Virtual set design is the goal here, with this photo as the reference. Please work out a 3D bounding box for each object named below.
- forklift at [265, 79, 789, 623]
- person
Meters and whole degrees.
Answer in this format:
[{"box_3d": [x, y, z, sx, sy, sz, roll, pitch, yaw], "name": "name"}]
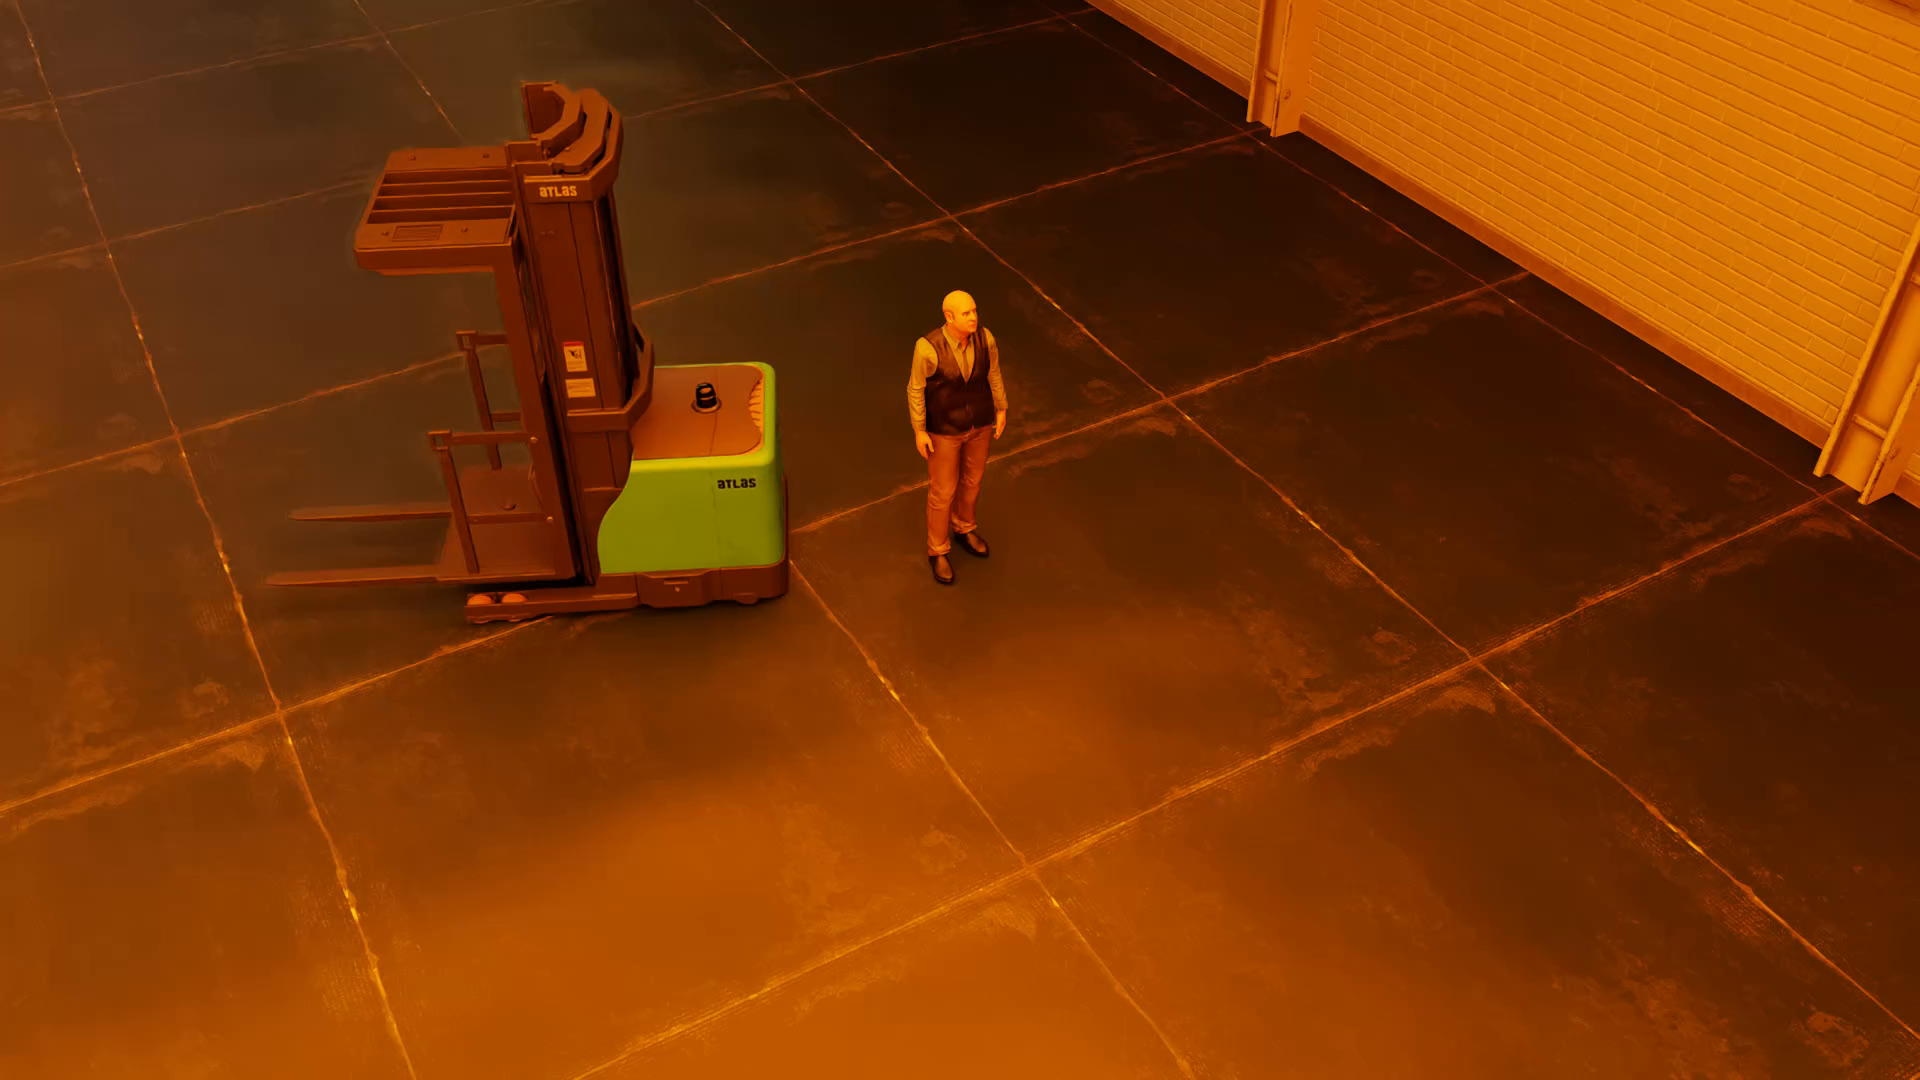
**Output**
[{"box_3d": [-2.565, -0.994, 9.235, 3.031, 2.935, 1.130, -3, 40, -4], "name": "forklift"}, {"box_3d": [0.025, -0.631, 9.733, 0.633, 1.722, 0.566, -20, 44, -23], "name": "person"}]
